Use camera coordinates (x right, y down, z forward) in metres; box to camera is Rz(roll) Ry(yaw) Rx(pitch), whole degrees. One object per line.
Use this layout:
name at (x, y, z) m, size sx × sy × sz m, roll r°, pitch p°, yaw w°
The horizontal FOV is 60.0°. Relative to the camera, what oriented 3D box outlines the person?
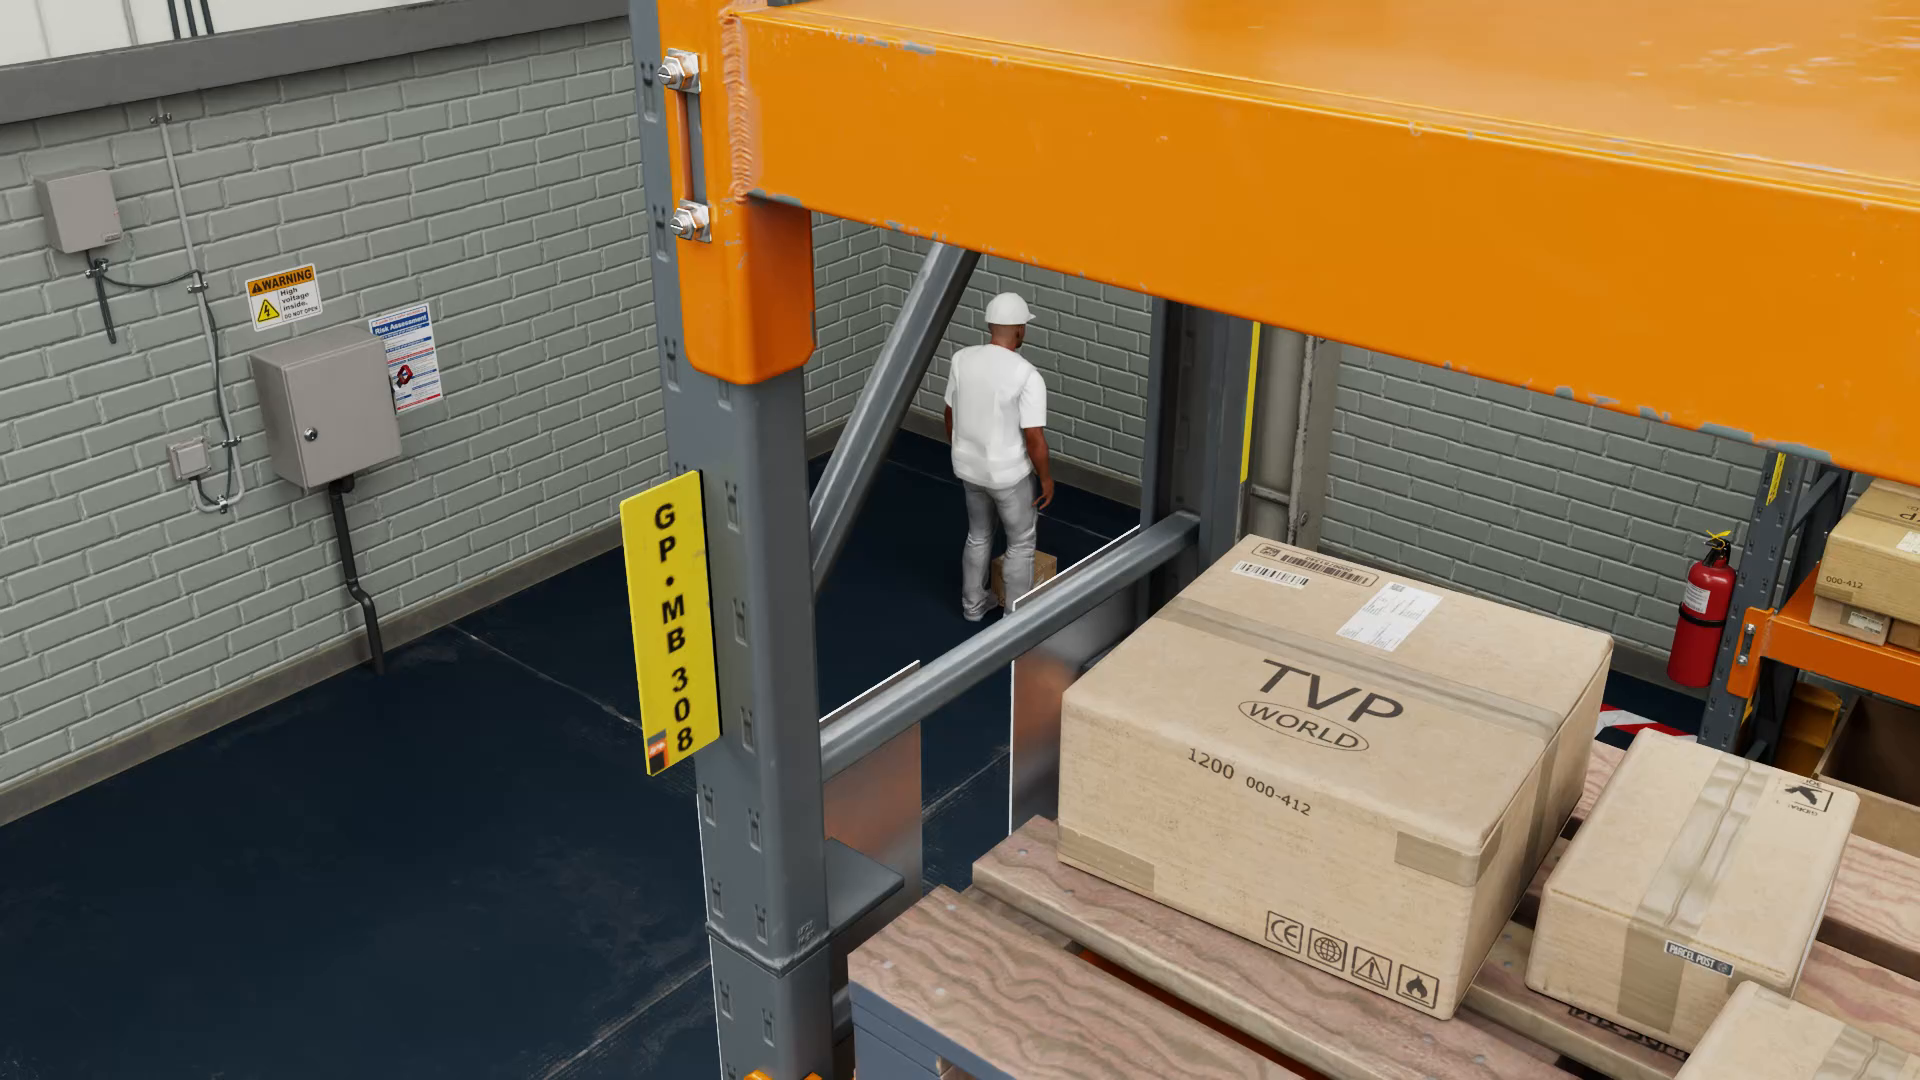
person at (0.206, -0.372, 8.323) m, size 0.625 × 1.760 × 0.461 m, roll 20°, pitch 34°, yaw 34°
